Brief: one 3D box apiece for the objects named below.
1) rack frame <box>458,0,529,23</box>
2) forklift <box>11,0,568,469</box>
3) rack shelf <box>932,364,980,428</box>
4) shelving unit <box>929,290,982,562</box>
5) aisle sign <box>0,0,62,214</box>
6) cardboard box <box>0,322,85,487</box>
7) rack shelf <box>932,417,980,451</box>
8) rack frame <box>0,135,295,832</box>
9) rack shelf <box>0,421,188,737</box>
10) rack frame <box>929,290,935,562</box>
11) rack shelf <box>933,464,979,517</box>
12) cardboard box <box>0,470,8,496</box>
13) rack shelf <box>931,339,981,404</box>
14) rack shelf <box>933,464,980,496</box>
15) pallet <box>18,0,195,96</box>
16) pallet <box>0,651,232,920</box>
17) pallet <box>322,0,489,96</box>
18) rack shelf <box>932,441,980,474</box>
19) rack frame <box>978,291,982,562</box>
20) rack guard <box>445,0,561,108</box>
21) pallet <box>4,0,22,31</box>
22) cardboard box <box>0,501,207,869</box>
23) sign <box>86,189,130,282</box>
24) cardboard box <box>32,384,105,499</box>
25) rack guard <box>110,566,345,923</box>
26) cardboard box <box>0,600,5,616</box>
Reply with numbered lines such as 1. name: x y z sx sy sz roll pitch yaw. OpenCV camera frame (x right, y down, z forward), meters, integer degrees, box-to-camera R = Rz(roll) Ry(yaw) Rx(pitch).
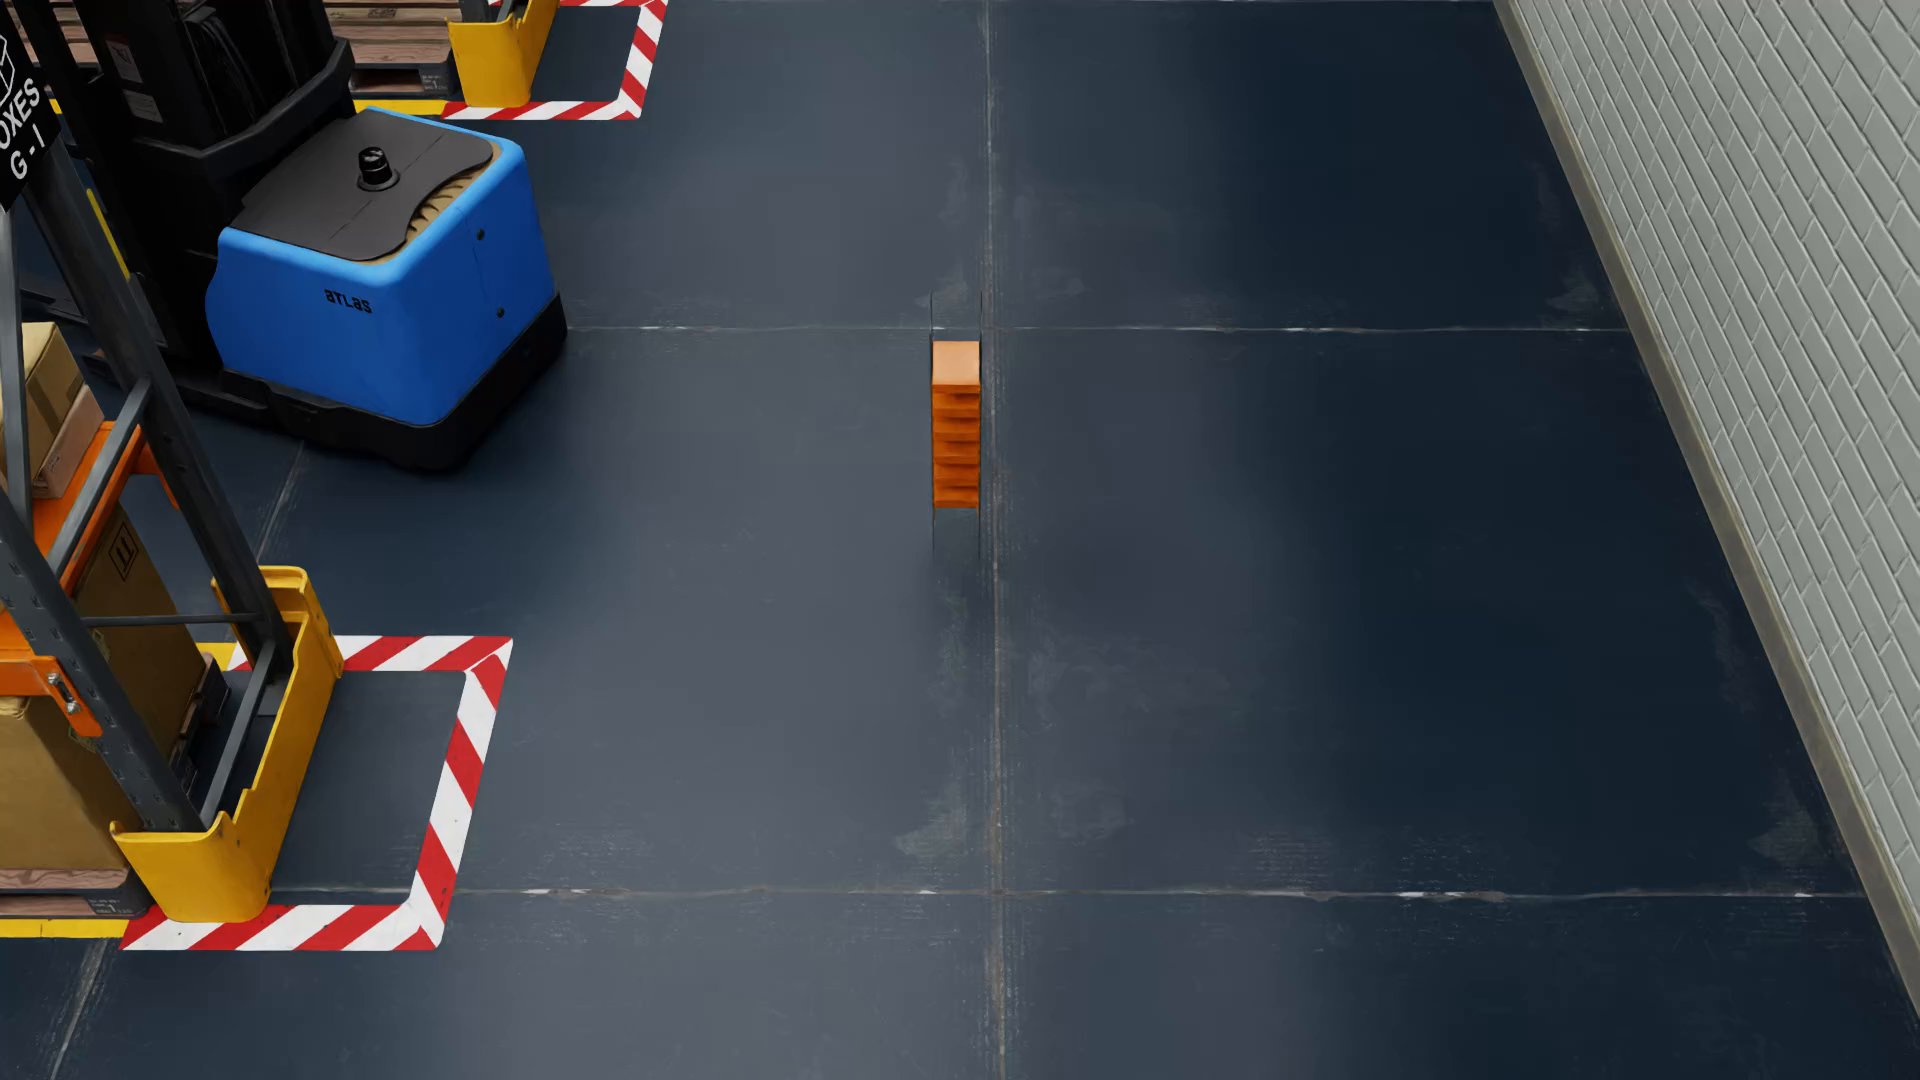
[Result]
1. rack frame: -2.542 -3.782 8.302 0.127 3.000 1.000 0 47 0
2. forklift: -3.365 -1.997 6.687 3.031 2.935 1.130 17 49 15
3. rack shelf: -0.014 -0.542 6.248 0.180 0.103 0.258 0 47 0
4. shelving unit: -0.014 -0.409 6.392 0.189 1.200 0.258 0 47 0
5. aisle sign: -2.487 -1.262 4.180 0.004 0.787 0.394 0 47 0
6. cardboard box: -3.039 -0.406 5.059 0.500 0.250 0.500 -1 47 -1
7. rack shelf: -0.014 -0.460 6.336 0.180 0.103 0.258 0 47 0
8. rack frame: -2.560 -0.157 4.927 0.127 3.000 1.000 0 47 0
9. rack shelf: -4.560 0.083 5.196 4.000 0.370 1.077 0 47 0
10. rack frame: -0.106 -0.409 6.392 0.006 1.200 0.240 0 47 0
11. rack shelf: -0.014 -0.215 6.600 0.180 0.103 0.258 0 47 0
12. cardboard box: -3.046 -0.014 4.694 0.500 0.250 0.500 -1 47 0
13. rack shelf: -0.014 -0.624 6.161 0.180 0.103 0.258 0 47 0
14. rack shelf: -0.014 -0.297 6.512 0.180 0.103 0.258 0 47 0
15. pallet: -4.583 -2.868 9.356 1.213 0.211 1.003 0 47 0
16. pallet: -3.360 0.848 5.897 1.213 0.211 1.003 0 47 0
17. pallet: -3.366 -2.863 9.351 1.213 0.211 1.003 0 47 0
18. rack shelf: -0.014 -0.379 6.424 0.180 0.103 0.258 0 47 0
19. rack frame: 0.077 -0.409 6.391 0.006 1.200 0.240 0 47 0
20. rack guard: -2.518 -2.940 9.226 0.348 0.500 1.175 0 47 0
21. pallet: -5.806 -2.869 9.357 1.213 0.211 1.003 0 47 0
22. cardboard box: -3.201 0.481 5.499 0.875 0.875 0.875 0 47 0
23. sign: -2.552 -0.885 4.960 0.005 0.325 0.100 0 47 0
24. cardboard box: -2.914 -0.314 5.245 0.250 0.149 0.380 1 47 1
25. rack guard: -2.536 0.695 5.842 0.348 0.500 1.175 0 47 0
26. cardboard box: -2.918 0.169 4.796 0.250 0.149 0.380 1 47 1
